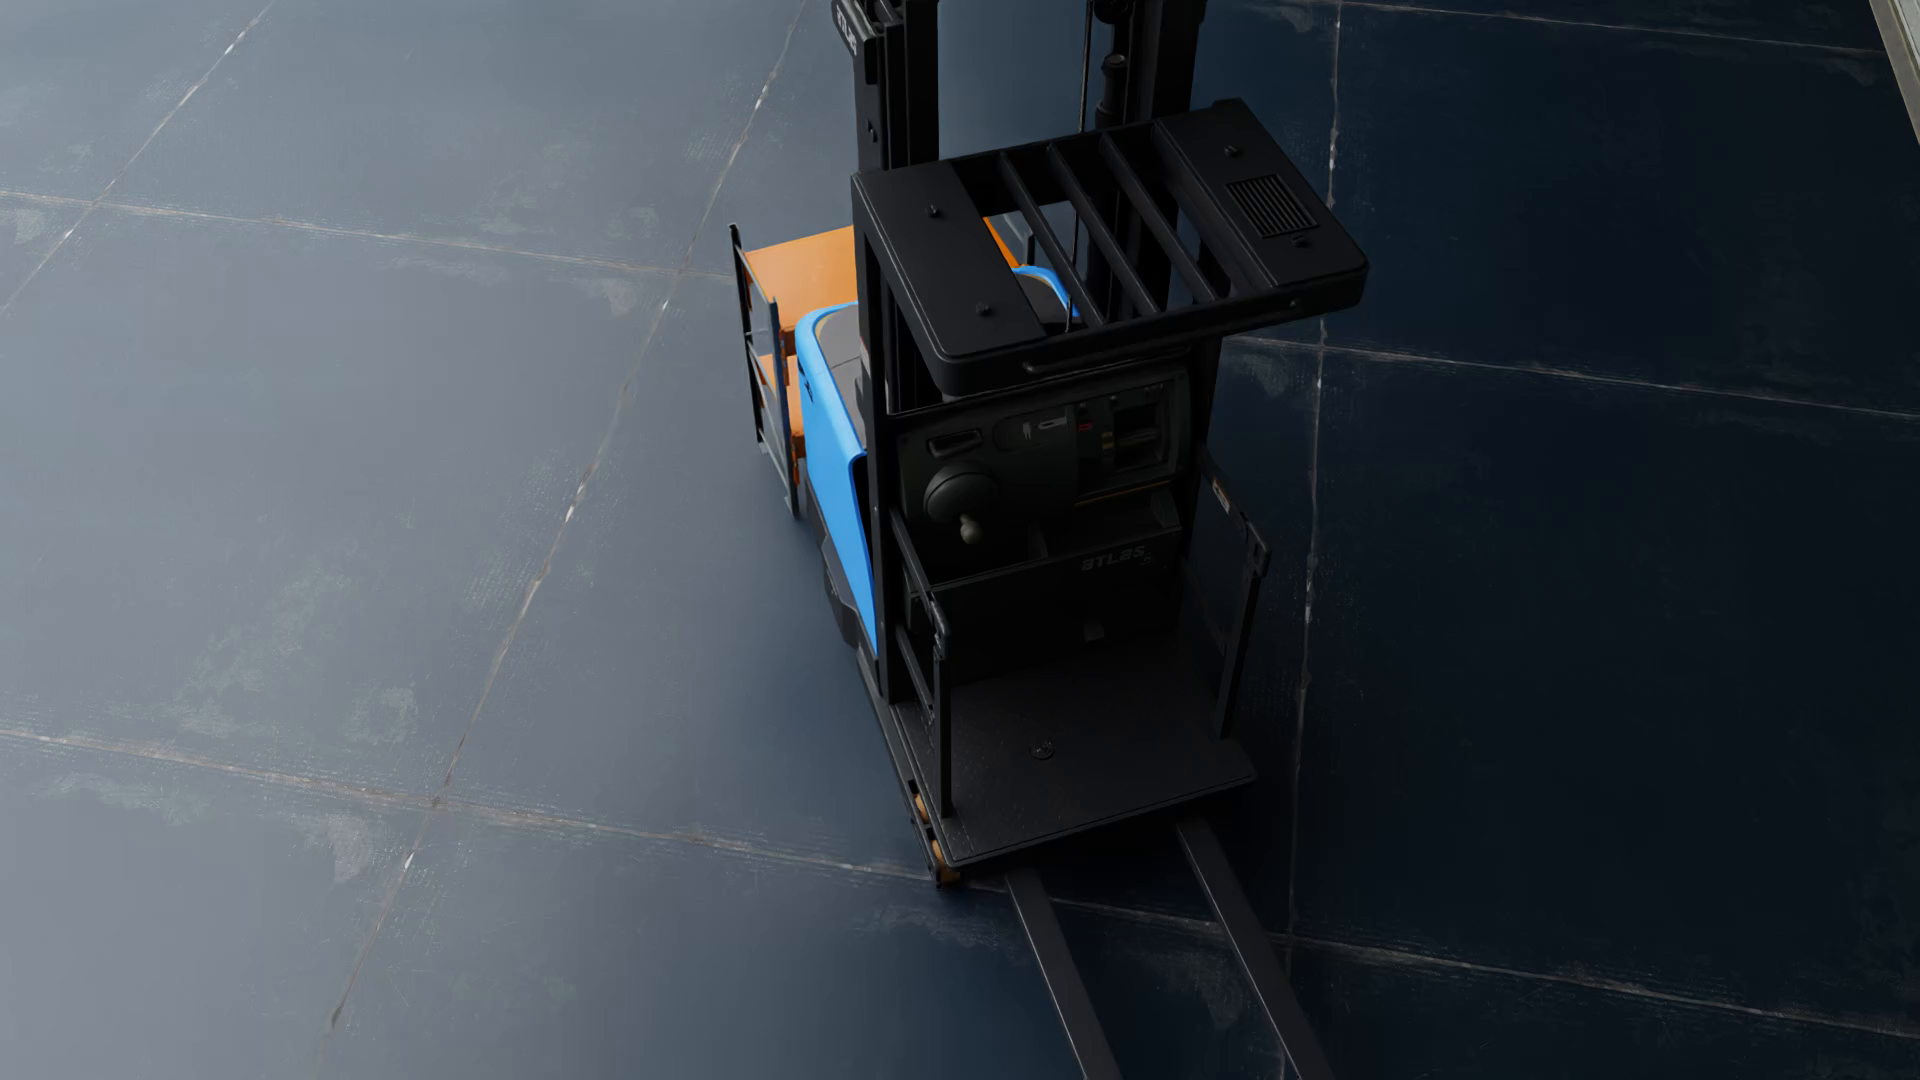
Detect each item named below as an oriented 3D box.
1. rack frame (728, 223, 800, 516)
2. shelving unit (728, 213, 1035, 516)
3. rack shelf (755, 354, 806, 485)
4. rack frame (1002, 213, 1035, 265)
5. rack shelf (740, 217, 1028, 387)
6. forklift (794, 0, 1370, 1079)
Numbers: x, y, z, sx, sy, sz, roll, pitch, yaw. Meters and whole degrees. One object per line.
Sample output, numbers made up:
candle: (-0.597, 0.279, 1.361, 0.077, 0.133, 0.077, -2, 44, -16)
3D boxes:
rack frame: (-0.767, -0.649, 6.549, 0.032, 1.125, 0.500, -17, 50, -15)
shelving unit: (-0.298, -0.795, 6.680, 1.048, 1.125, 0.538, -17, 50, -15)
rack shelf: (-0.298, -0.631, 6.862, 1.000, 0.278, 0.538, -17, 50, -15)
rack frame: (0.171, -0.941, 6.811, 0.032, 1.125, 0.500, -17, 50, -15)
rack shelf: (-0.298, -0.990, 6.462, 1.000, 0.278, 0.538, -17, 50, -15)
forklift: (0.332, -0.156, 4.892, 1.130, 2.935, 3.031, -14, 50, -12)
